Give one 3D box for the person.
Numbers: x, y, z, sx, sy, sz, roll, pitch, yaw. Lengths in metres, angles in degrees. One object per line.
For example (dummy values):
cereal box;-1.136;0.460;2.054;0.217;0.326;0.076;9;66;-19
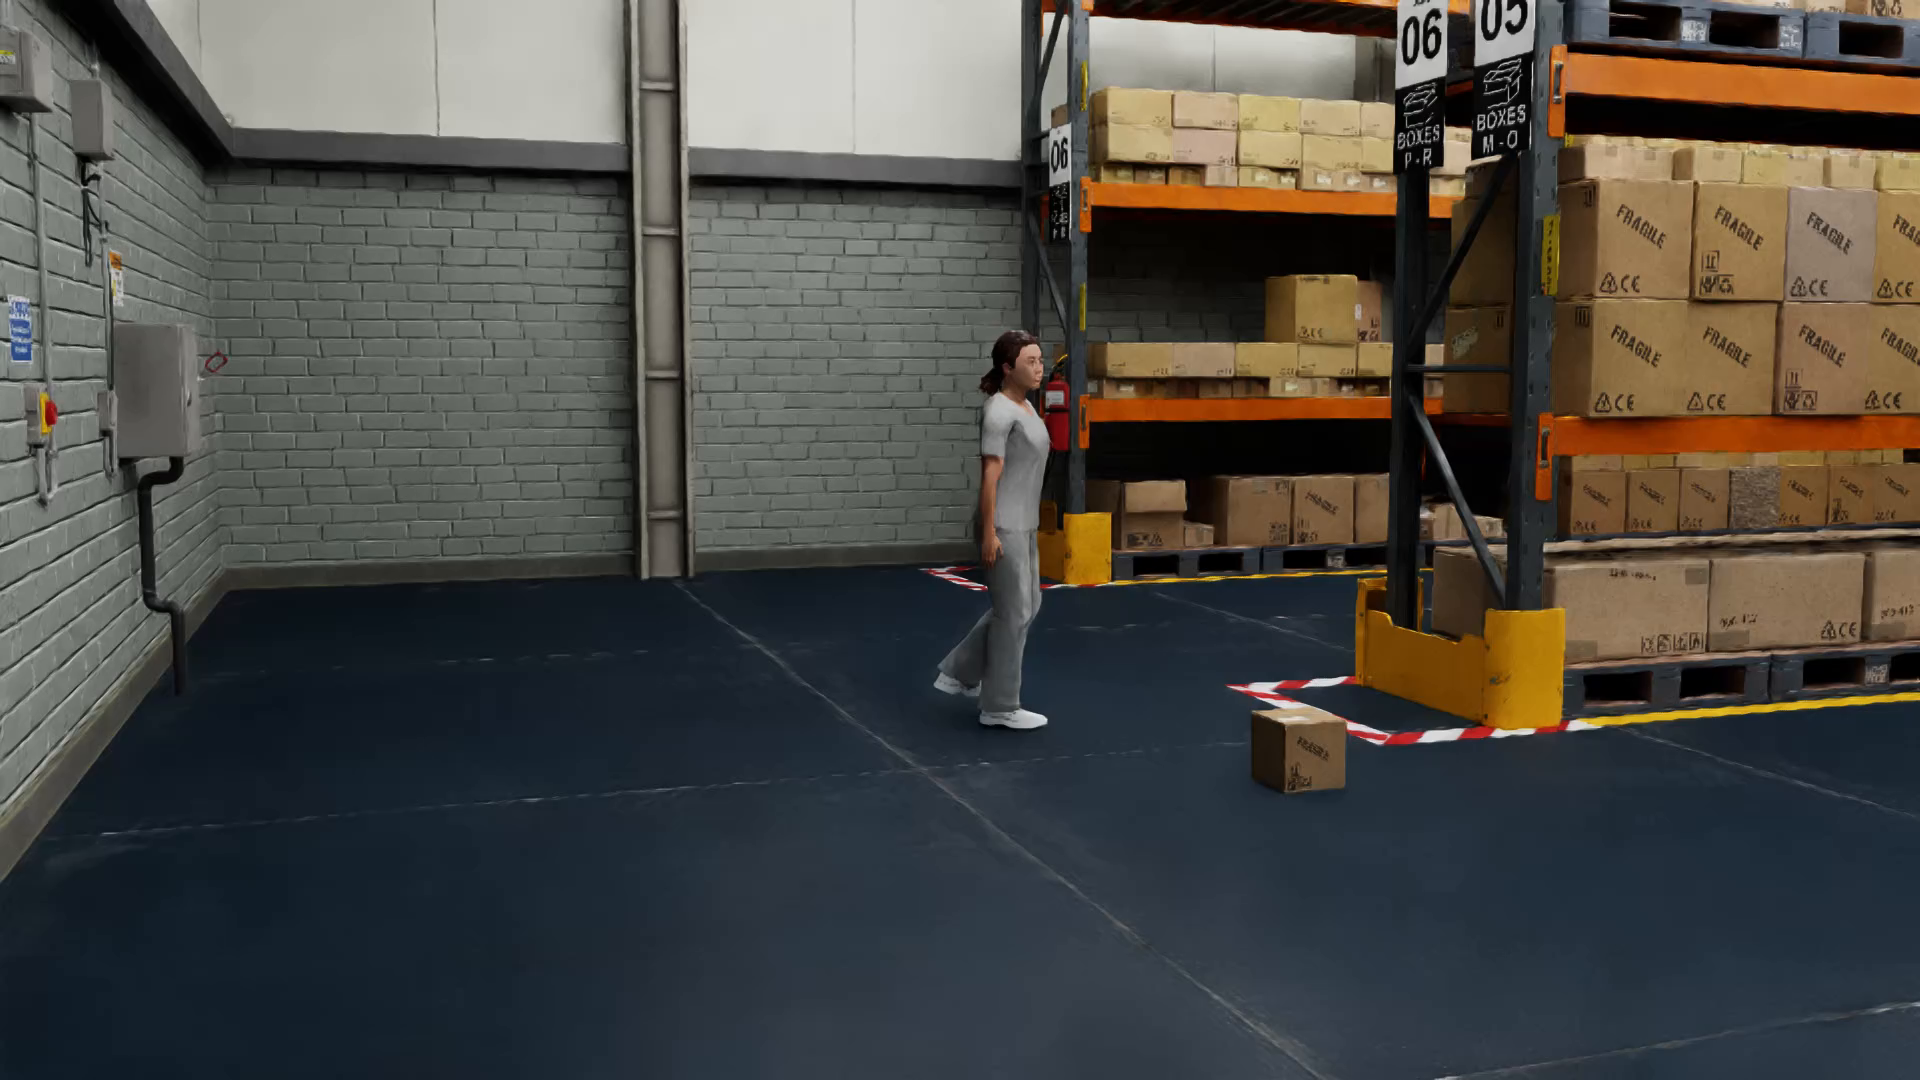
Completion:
person;0.125;-0.045;6.992;0.530;1.663;0.504;2;6;16
